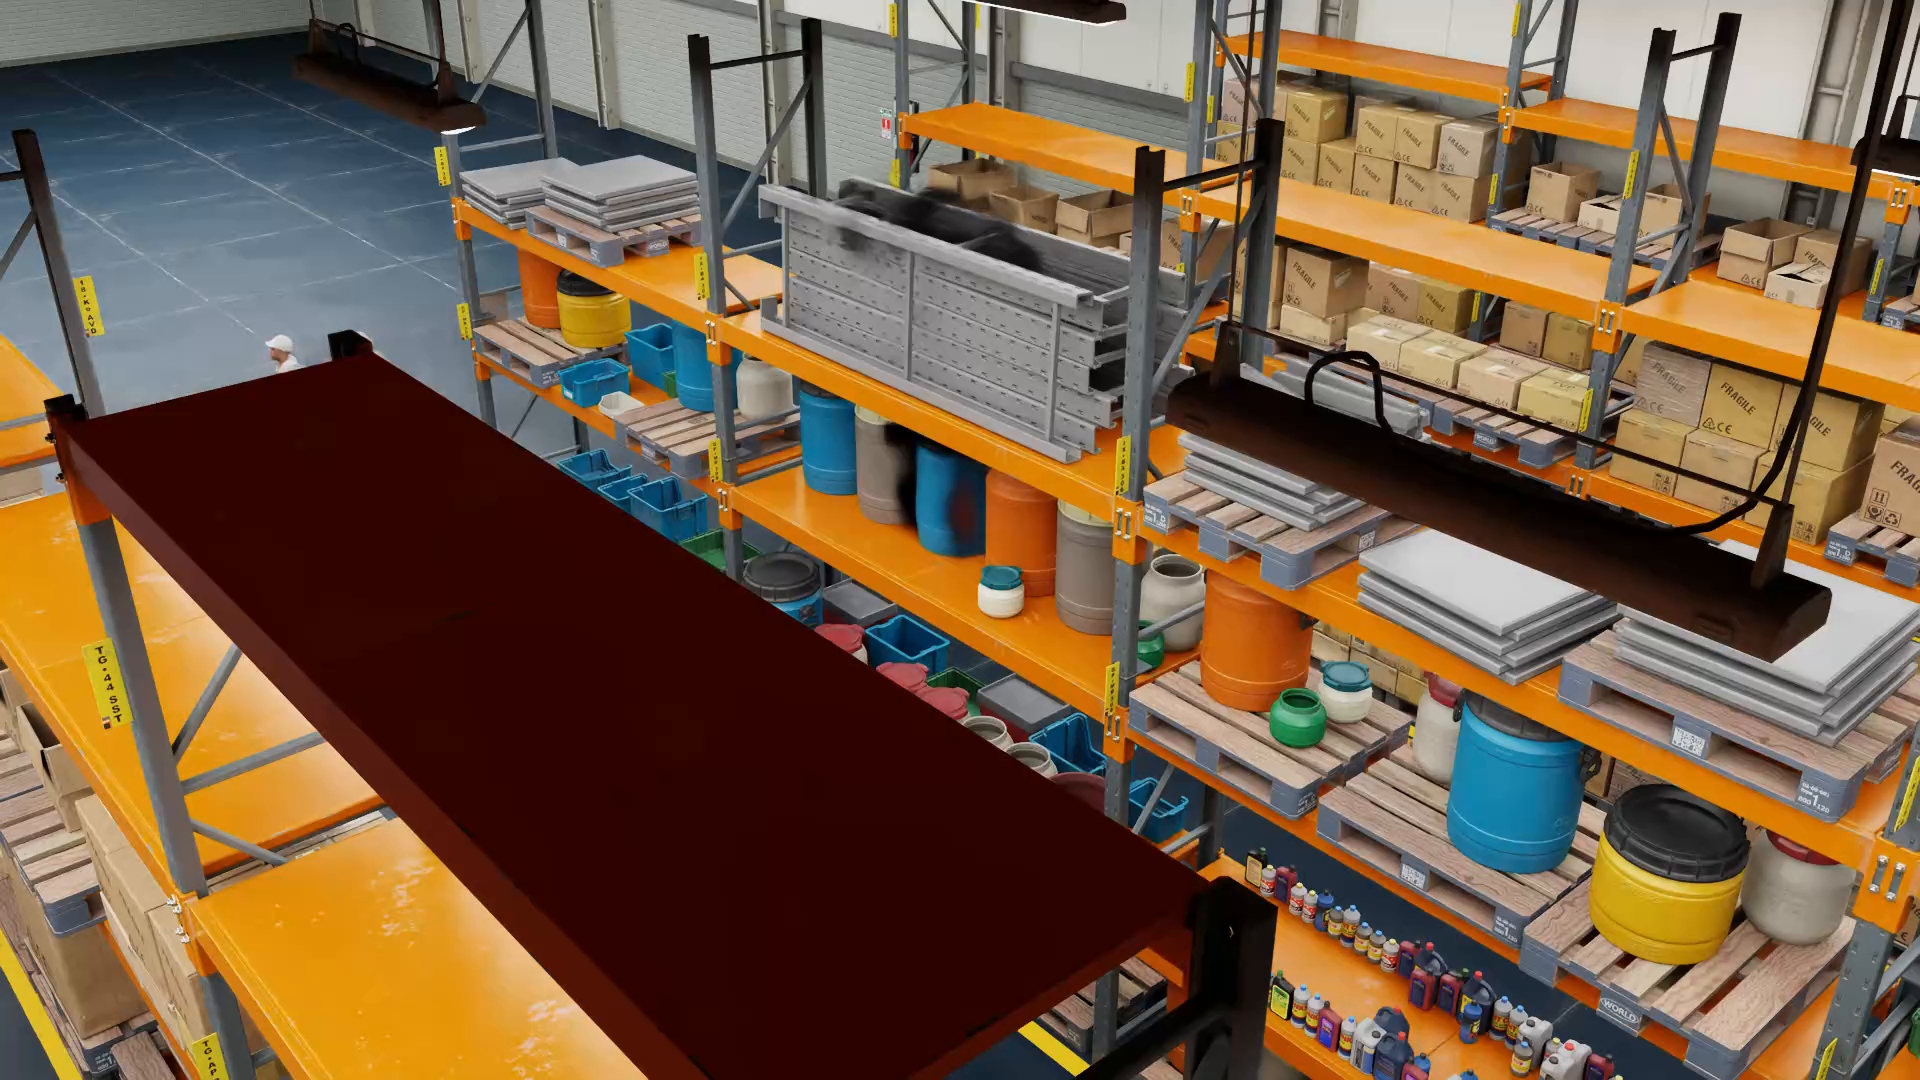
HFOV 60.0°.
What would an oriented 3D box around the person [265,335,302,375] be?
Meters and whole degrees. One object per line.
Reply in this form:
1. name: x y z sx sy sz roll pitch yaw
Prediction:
1. person: -7.299 -1.402 18.336 0.870 1.816 0.636 -7 28 -14
